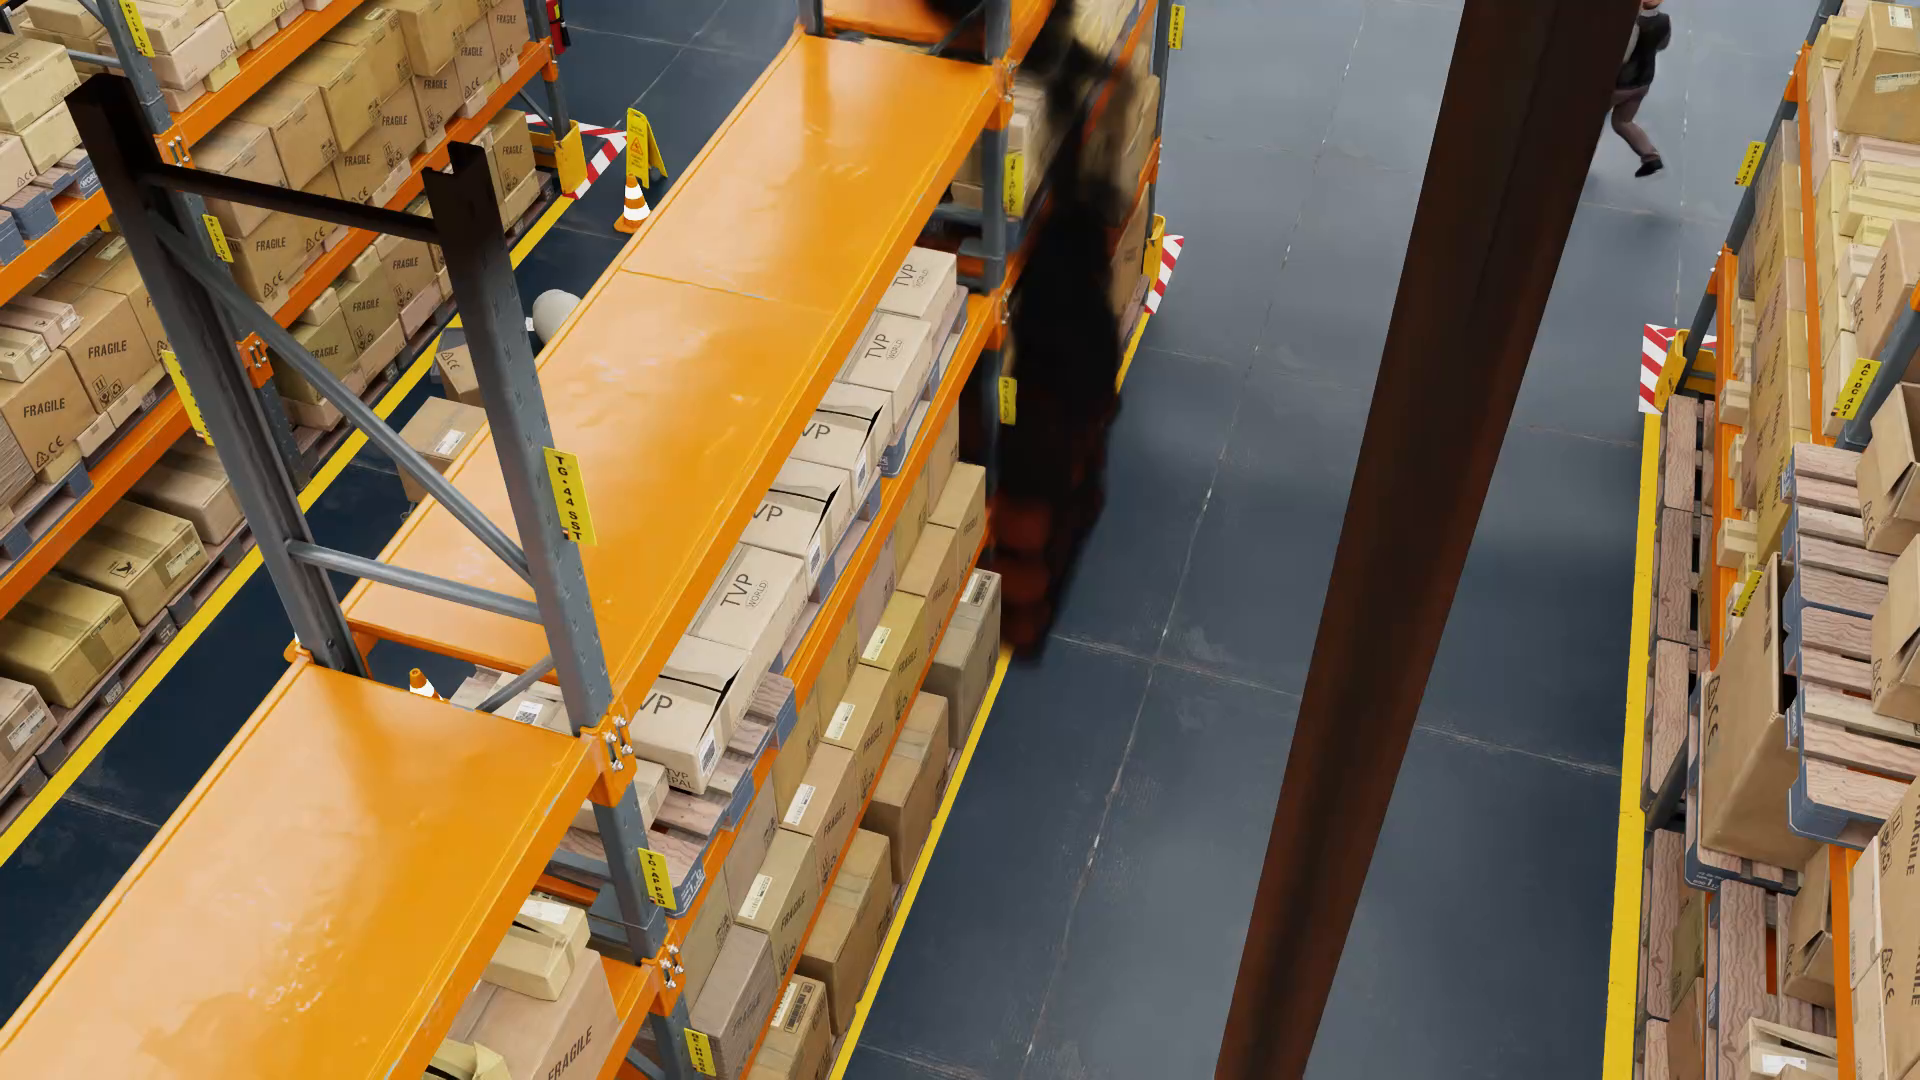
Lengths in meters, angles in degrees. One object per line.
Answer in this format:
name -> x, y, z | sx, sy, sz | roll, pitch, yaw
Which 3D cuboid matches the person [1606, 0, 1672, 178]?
person -> 5.439, -3.699, 13.558 | 0.670, 1.725, 0.921 | -19, 49, -18
